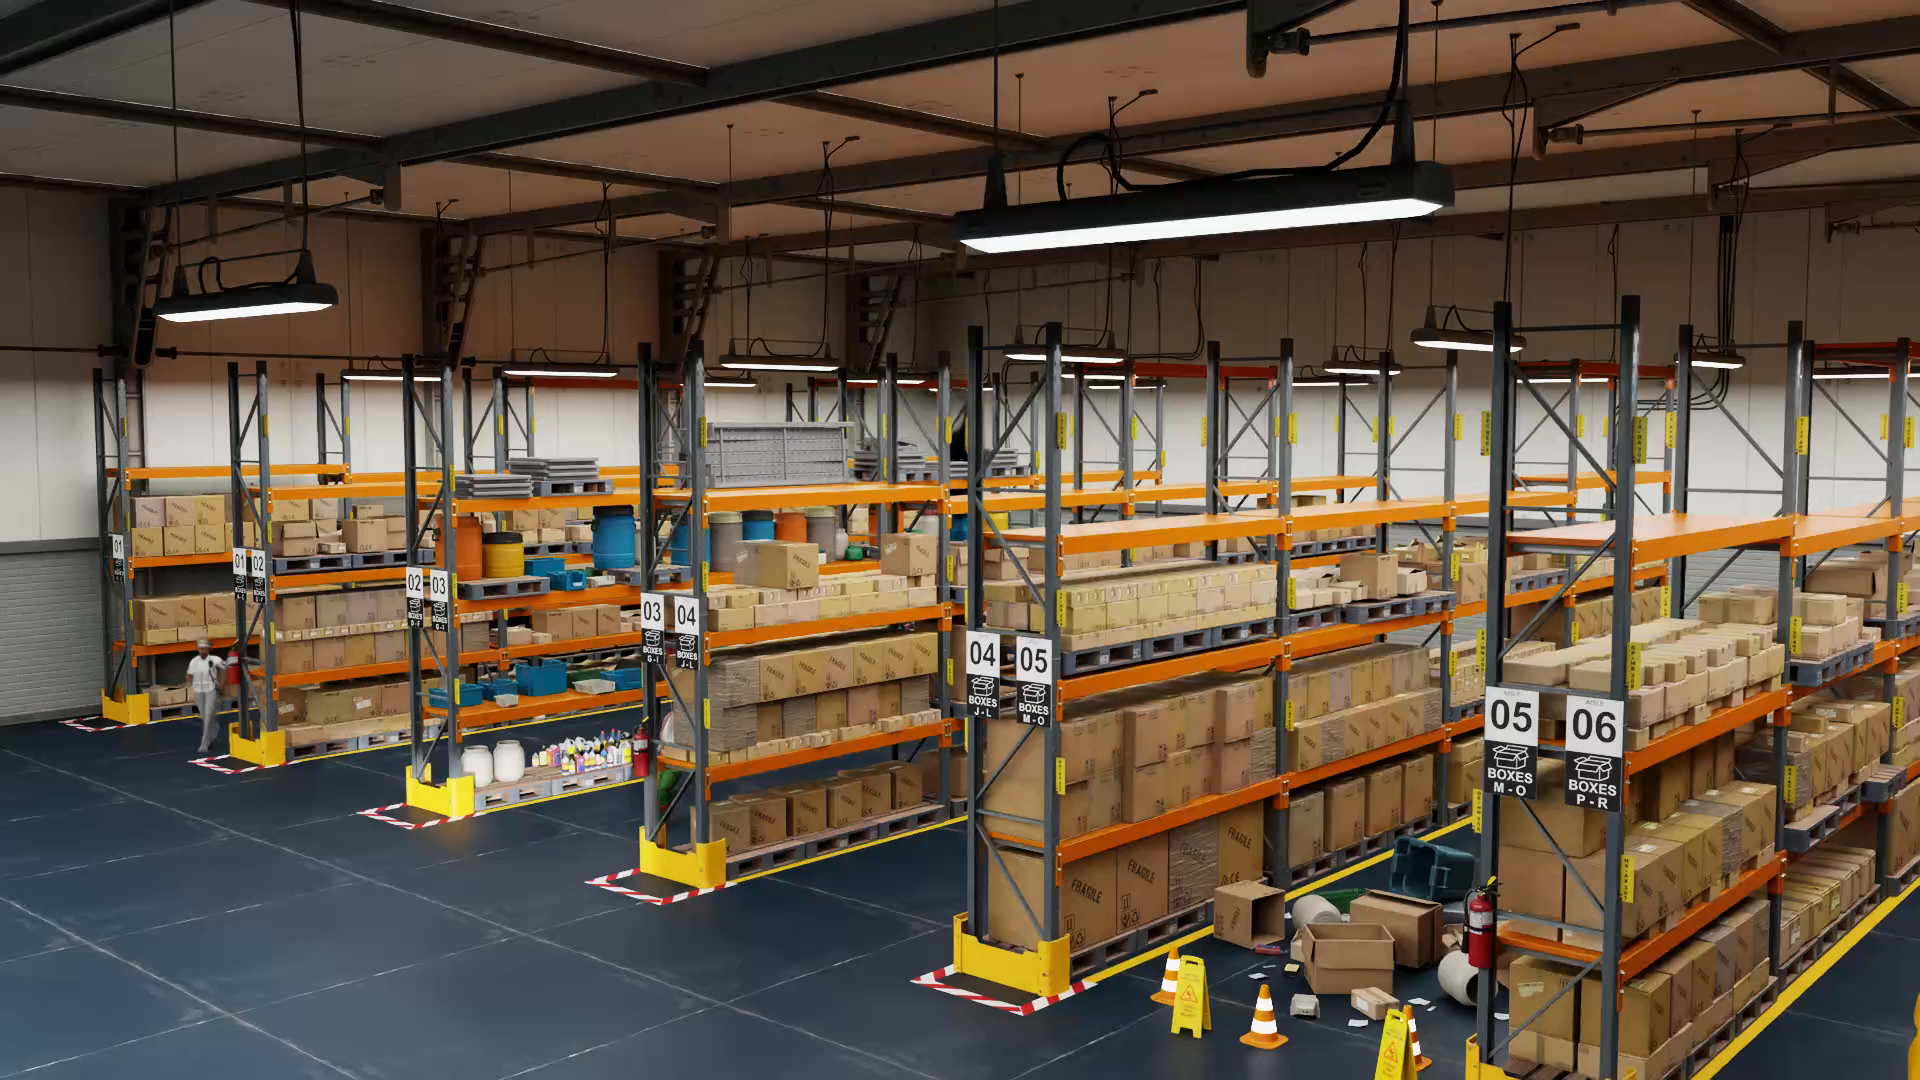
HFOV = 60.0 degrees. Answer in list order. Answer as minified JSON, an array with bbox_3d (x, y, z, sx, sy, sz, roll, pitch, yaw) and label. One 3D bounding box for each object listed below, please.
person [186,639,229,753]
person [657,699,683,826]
[{"bbox_3d":[-11.786,2.402,26.034,0.597,1.732,0.894,0,4,0],"label":"person"},{"bbox_3d":[-3.577,2.772,20.920,0.706,1.710,0.561,3,5,31],"label":"person"}]
